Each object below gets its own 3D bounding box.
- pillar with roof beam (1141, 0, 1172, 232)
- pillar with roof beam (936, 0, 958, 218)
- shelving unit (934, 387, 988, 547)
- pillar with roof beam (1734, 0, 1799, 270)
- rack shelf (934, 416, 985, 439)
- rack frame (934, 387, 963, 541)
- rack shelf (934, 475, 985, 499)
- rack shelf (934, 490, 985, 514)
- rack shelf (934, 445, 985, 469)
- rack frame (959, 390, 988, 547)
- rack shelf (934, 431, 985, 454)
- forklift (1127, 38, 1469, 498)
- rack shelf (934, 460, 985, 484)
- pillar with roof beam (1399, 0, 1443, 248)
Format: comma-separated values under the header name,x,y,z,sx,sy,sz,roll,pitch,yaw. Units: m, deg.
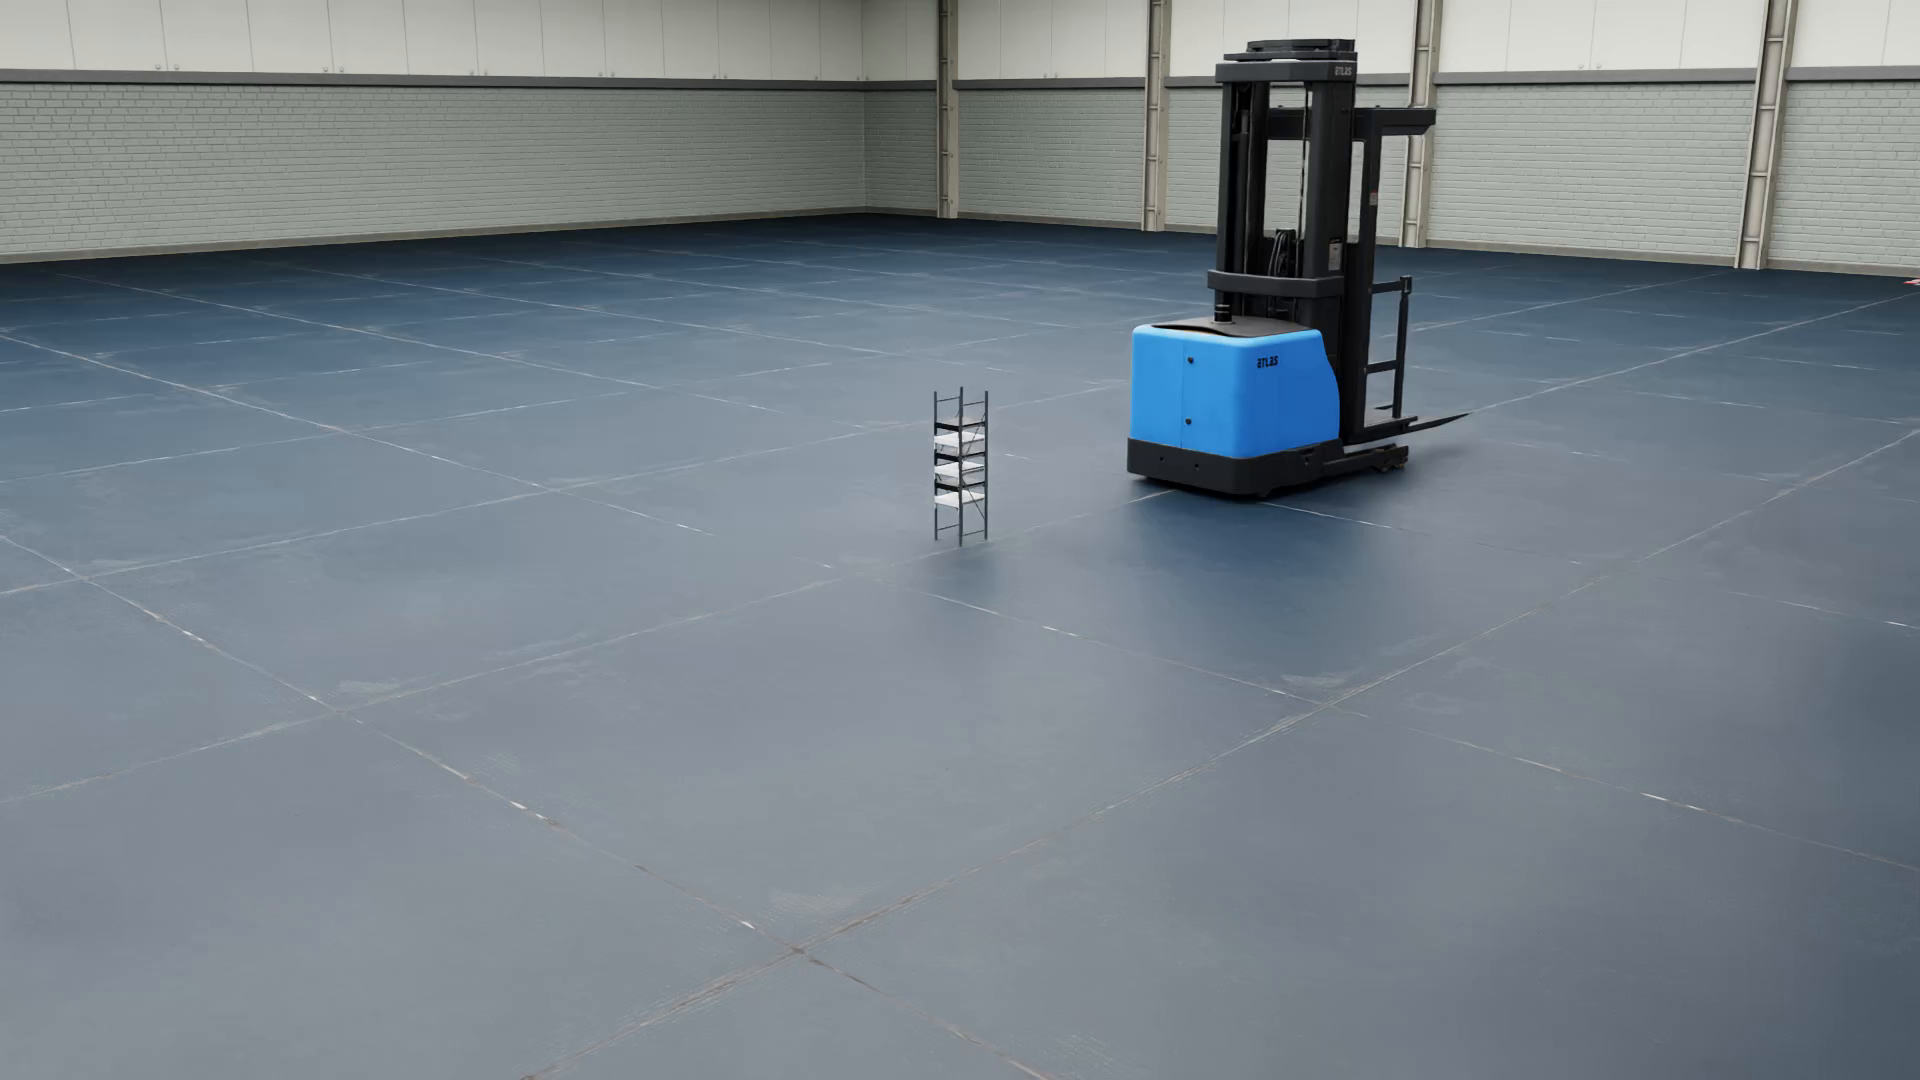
name,x,y,z,sx,sy,sz,roll,pitch,yaw
pillar with roof beam,1.045,-10.034,30.594,0.400,9.000,9.100,14,20,42
pillar with roof beam,-3.275,-11.084,34.624,0.400,9.000,9.100,14,20,42
shelving unit,0.006,-0.434,9.813,0.210,0.900,0.258,14,20,42
pillar with roof beam,9.683,-7.934,22.534,0.400,9.000,9.100,14,20,42
rack shelf,0.006,-0.663,9.753,0.200,0.077,0.258,14,20,42
rack frame,-0.067,-0.452,9.881,0.006,0.900,0.240,14,20,42
rack shelf,0.006,-0.315,9.844,0.200,0.077,0.258,14,20,42
rack shelf,0.006,-0.228,9.867,0.200,0.077,0.258,14,20,42
rack shelf,0.006,-0.489,9.799,0.200,0.077,0.258,14,20,42
rack frame,0.079,-0.416,9.745,0.006,0.900,0.240,14,20,42
rack shelf,0.006,-0.576,9.776,0.200,0.077,0.258,14,20,42
forklift,2.579,-1.985,11.739,3.031,2.935,1.130,-13,19,-41
rack shelf,0.006,-0.402,9.822,0.200,0.077,0.258,14,20,42
pillar with roof beam,5.364,-8.984,26.564,0.400,9.000,9.100,14,20,42
